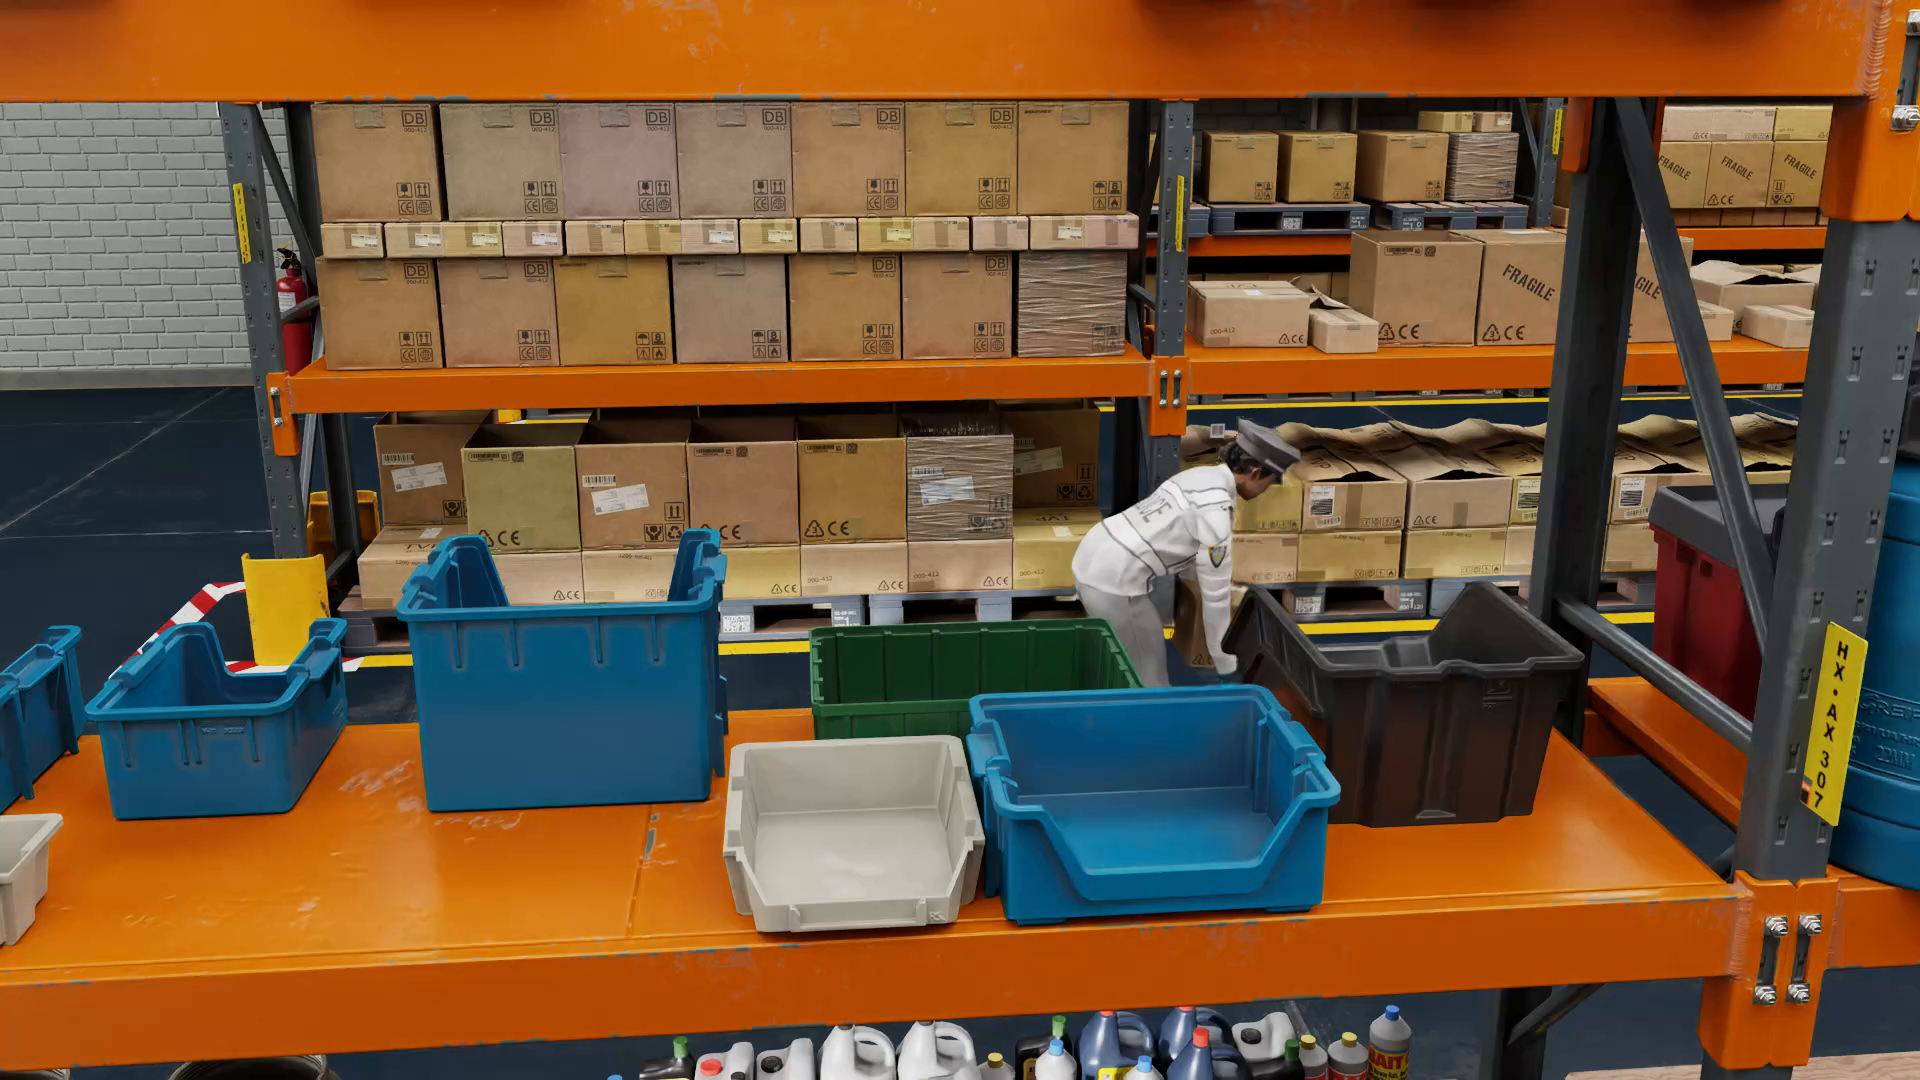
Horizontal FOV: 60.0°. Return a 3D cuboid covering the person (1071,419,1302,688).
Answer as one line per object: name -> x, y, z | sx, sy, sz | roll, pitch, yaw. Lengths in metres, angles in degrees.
person -> 0.810, 0.276, 6.053 | 0.814, 1.427, 0.407 | -2, 17, -7
